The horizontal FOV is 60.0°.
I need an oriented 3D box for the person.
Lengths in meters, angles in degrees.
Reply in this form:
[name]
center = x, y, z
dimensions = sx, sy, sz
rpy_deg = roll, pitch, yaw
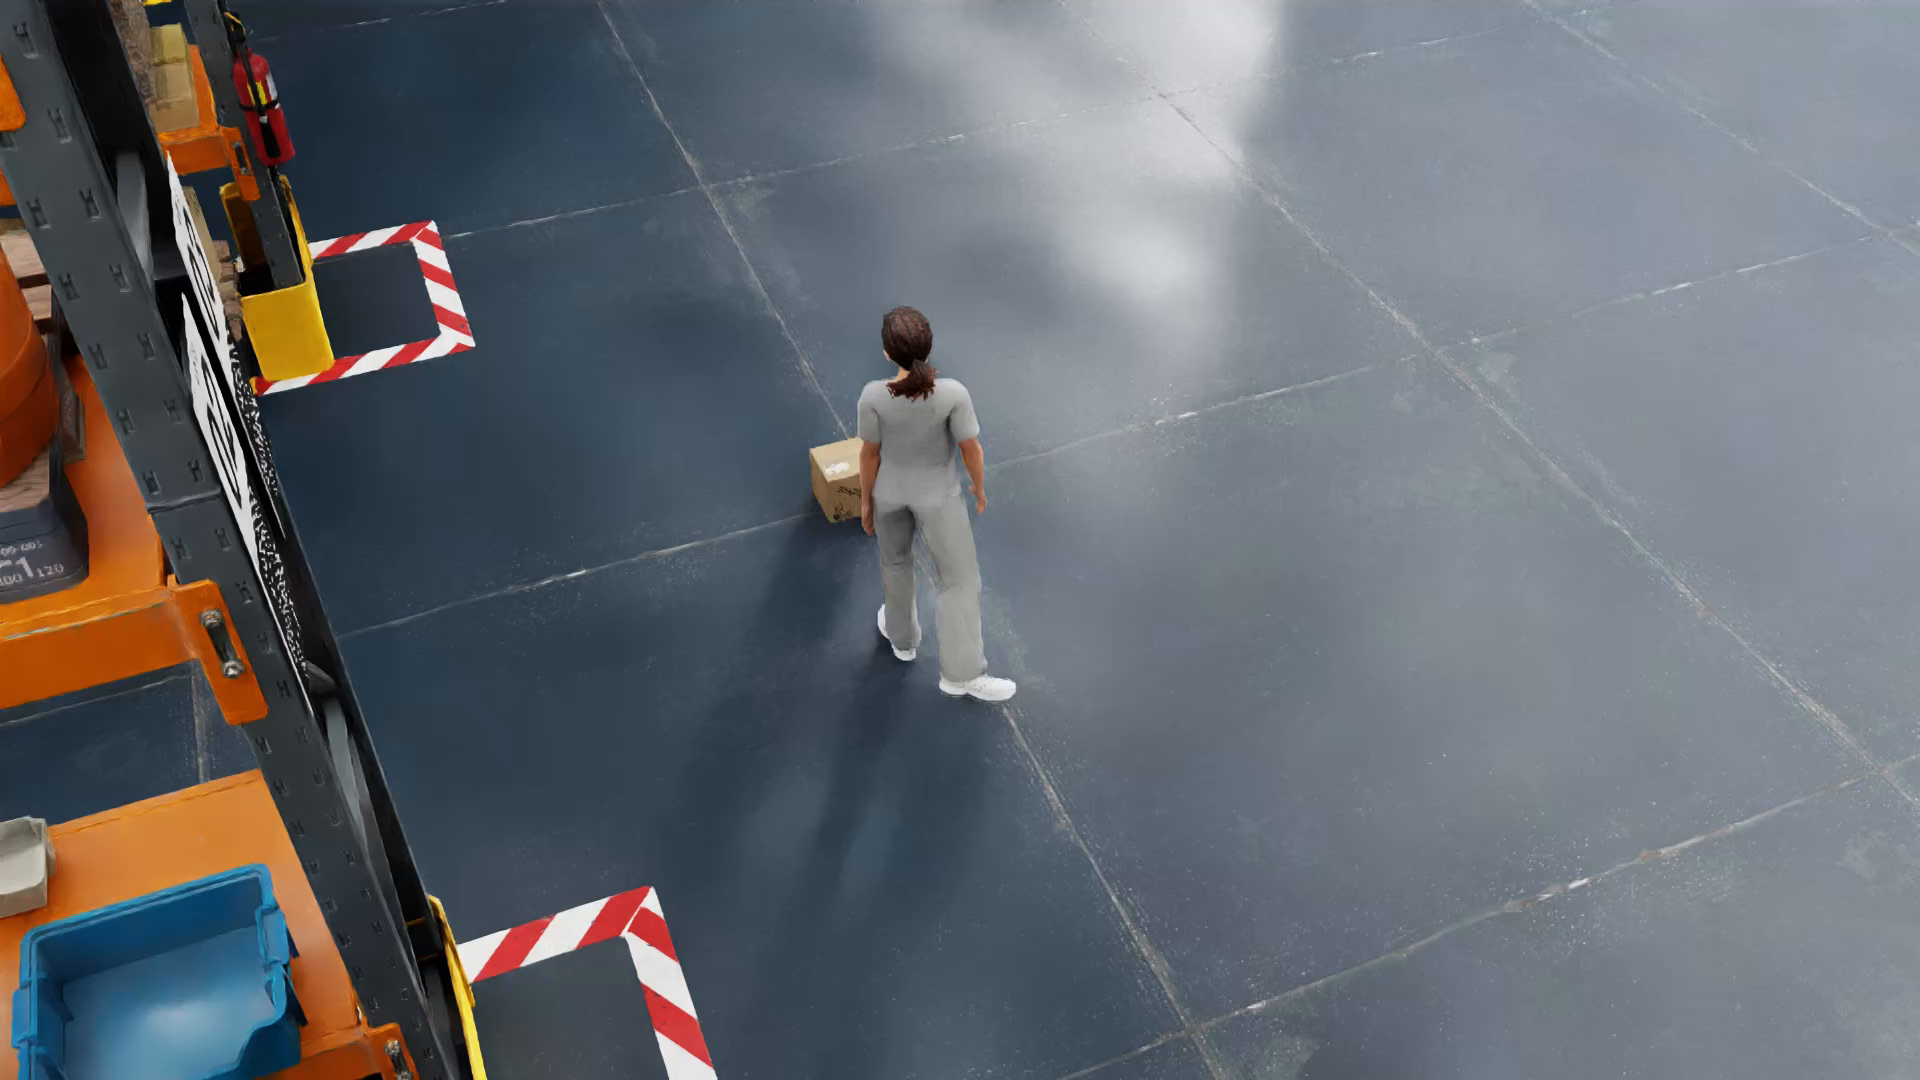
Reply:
[person]
center = -0.064, -0.121, 6.299
dimensions = 0.646, 1.668, 0.471
rpy_deg = 7, 42, 8
